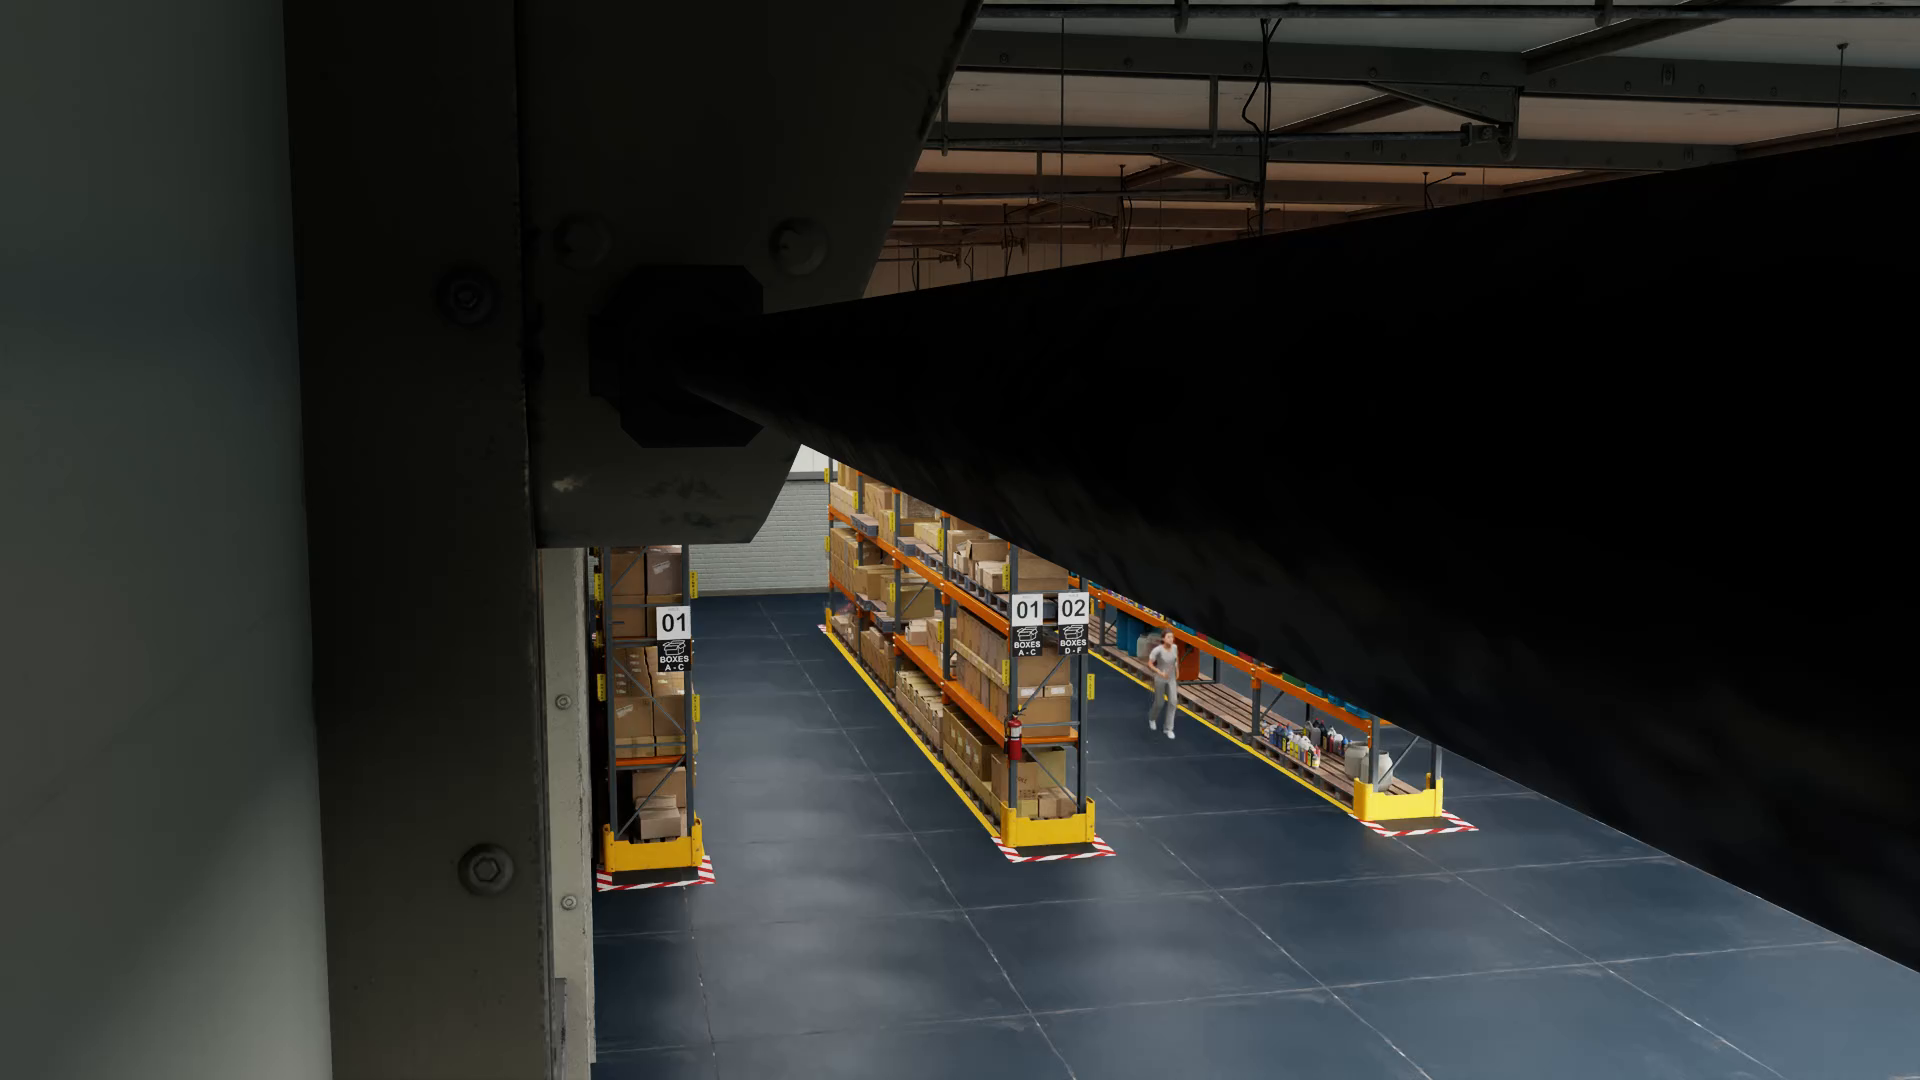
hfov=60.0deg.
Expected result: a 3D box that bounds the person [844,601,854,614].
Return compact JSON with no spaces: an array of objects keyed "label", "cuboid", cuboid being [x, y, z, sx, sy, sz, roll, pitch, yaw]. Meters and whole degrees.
[{"label":"person","cuboid":[-2.183,0.969,37.945,0.994,1.660,0.563,2,7,14]}]

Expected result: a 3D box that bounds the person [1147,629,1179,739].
[{"label":"person","cuboid":[3.184,2.192,25.836,0.588,1.649,0.881,-3,7,-21]}]
